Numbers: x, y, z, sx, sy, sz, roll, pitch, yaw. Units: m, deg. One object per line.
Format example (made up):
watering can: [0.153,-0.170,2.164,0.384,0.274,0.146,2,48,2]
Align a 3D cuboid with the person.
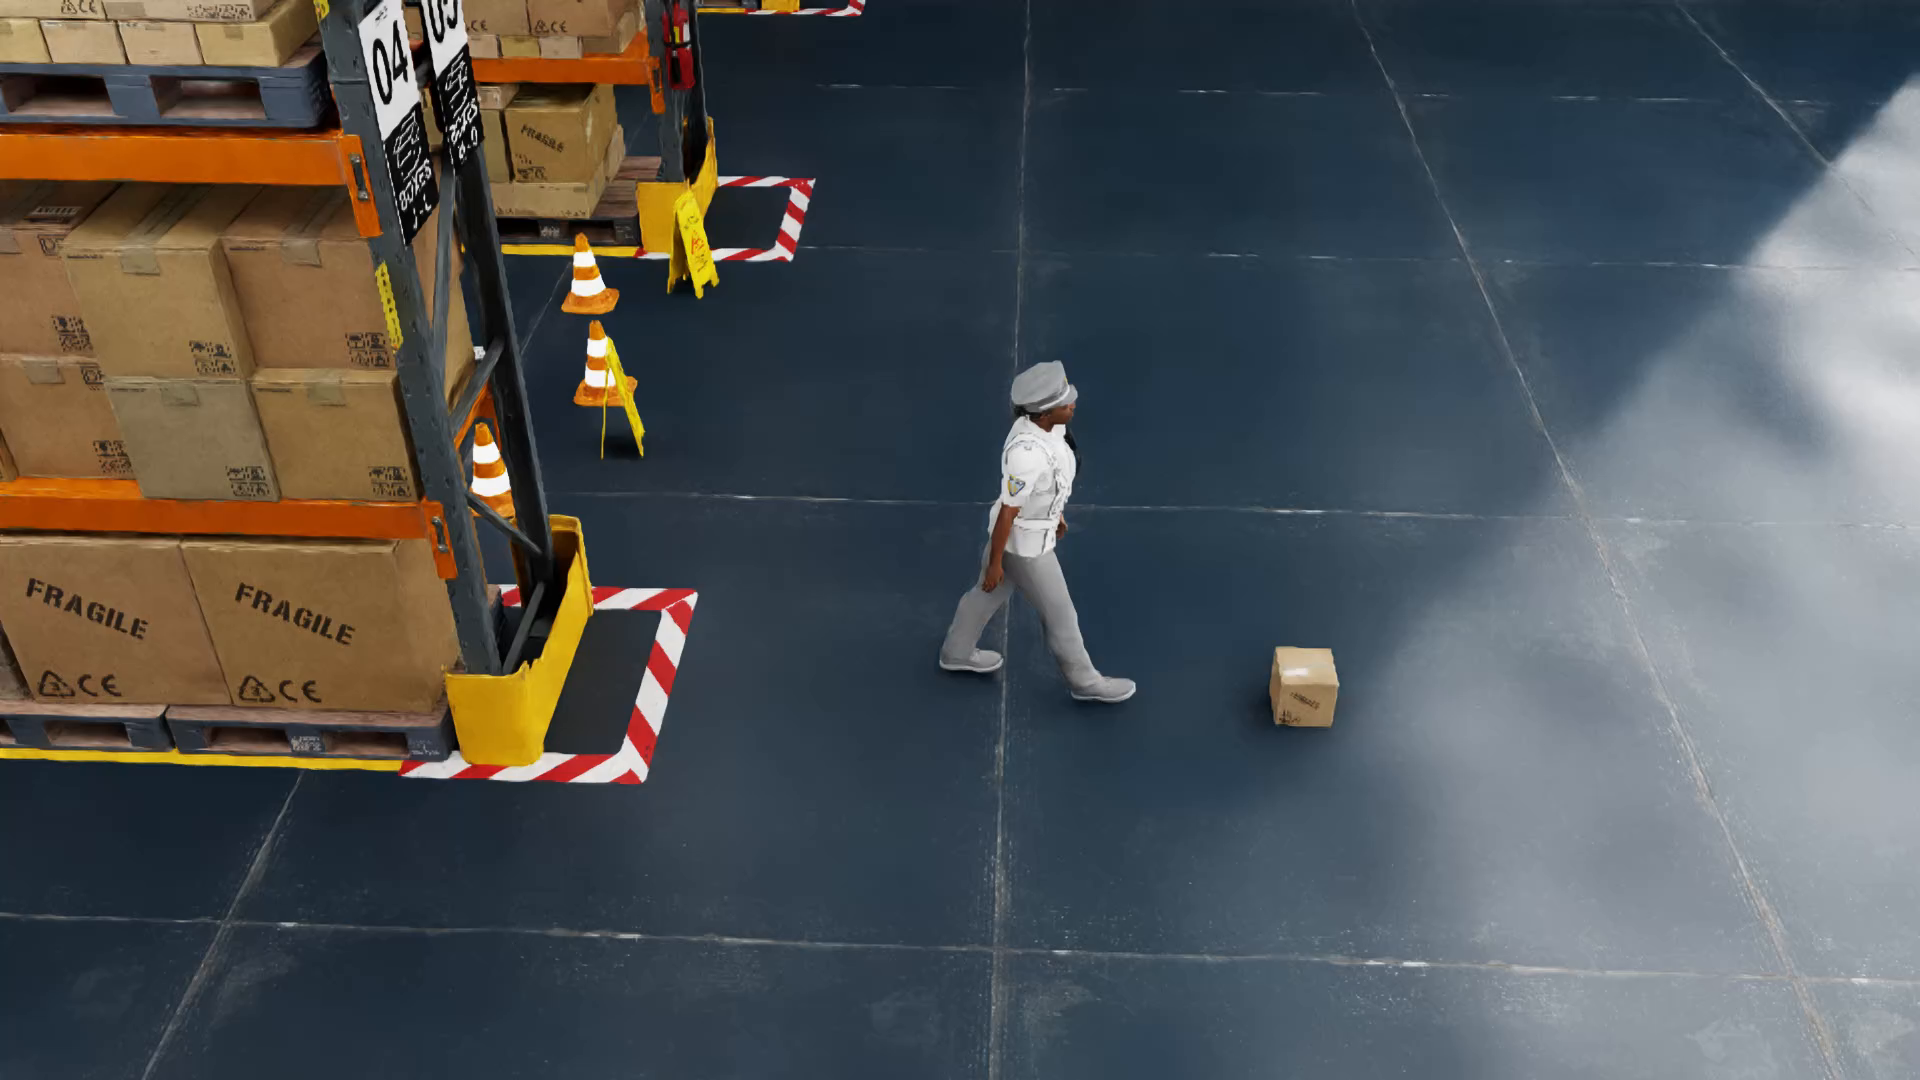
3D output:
person: [0.356,-0.035,7.148,0.908,1.625,0.519,5,36,8]
